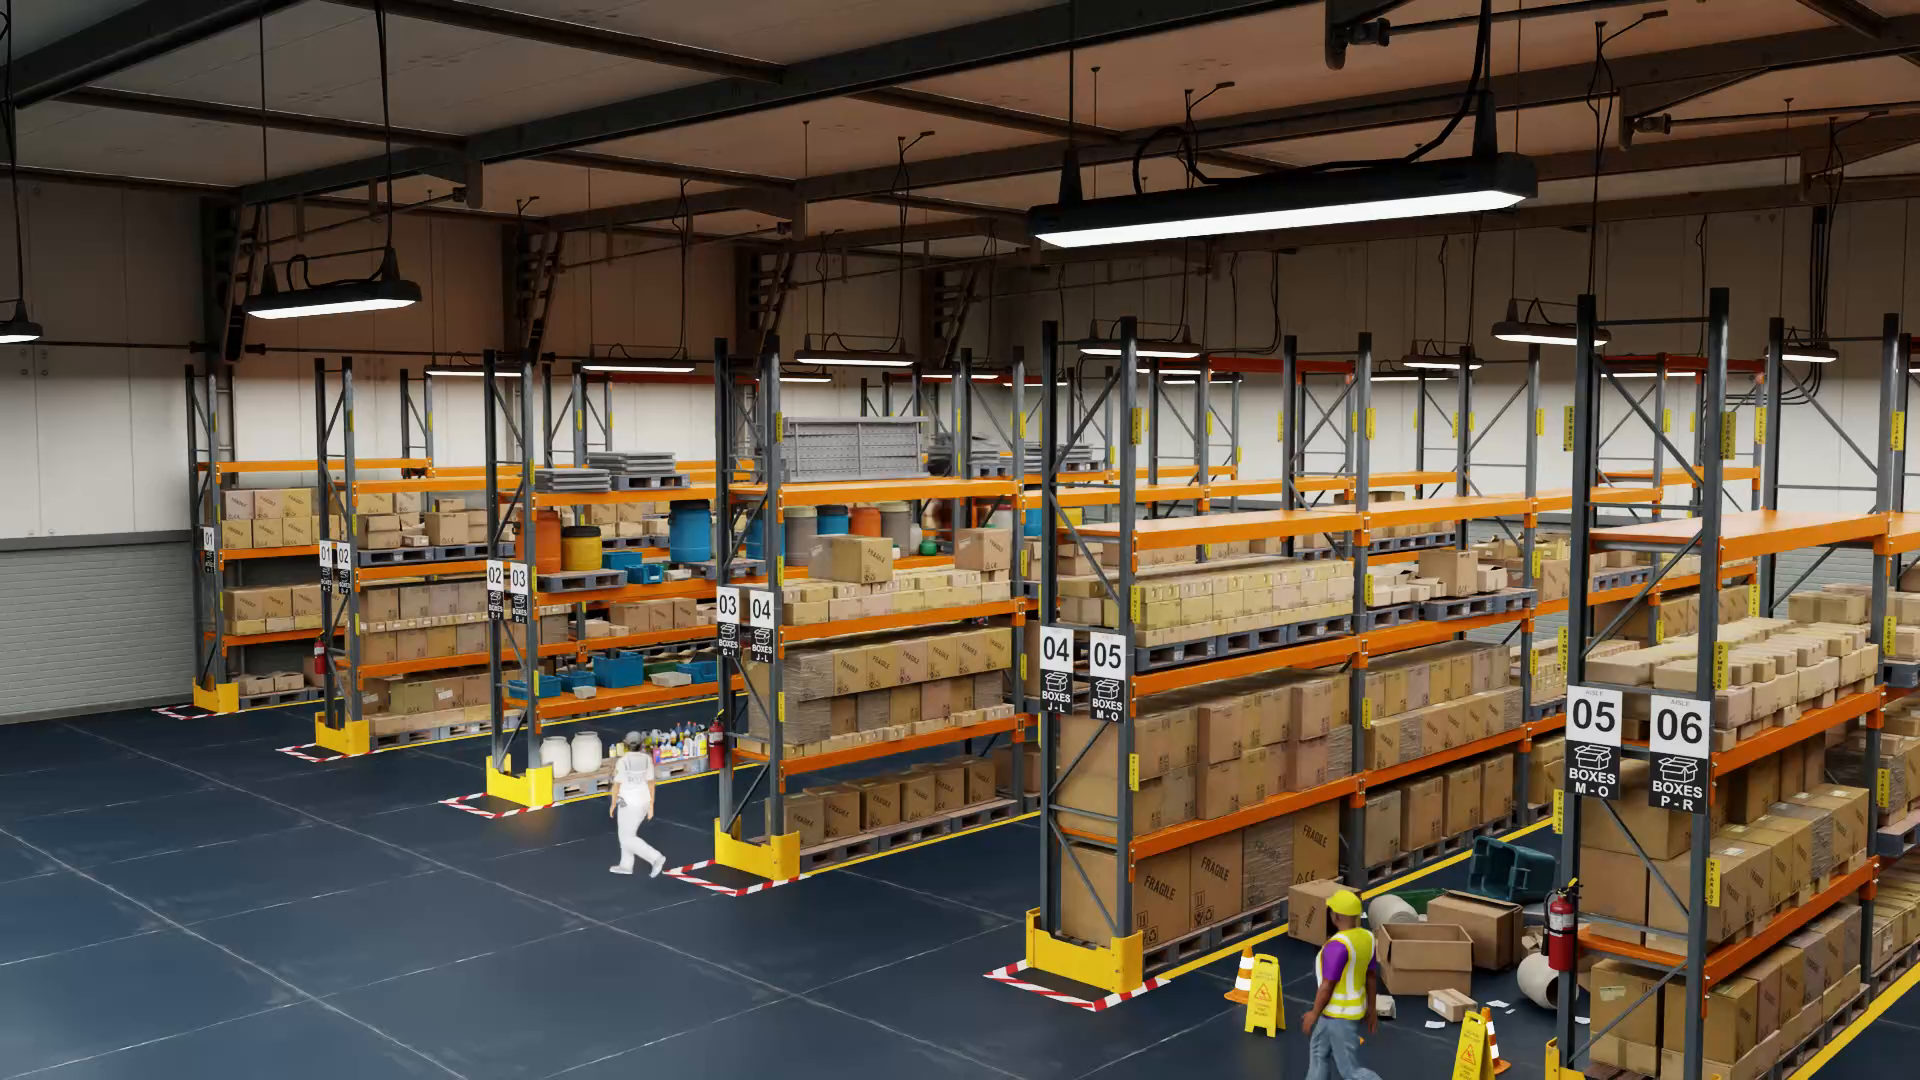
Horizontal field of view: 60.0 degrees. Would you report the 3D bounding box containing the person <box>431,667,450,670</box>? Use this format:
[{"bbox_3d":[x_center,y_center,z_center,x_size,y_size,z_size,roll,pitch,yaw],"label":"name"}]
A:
[{"bbox_3d":[-9.083,2.137,29.071,0.552,1.676,0.474,-3,5,-32],"label":"person"}]

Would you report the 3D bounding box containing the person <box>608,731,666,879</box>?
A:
[{"bbox_3d":[-3.597,2.929,18.417,0.794,1.642,0.461,1,5,16],"label":"person"}]

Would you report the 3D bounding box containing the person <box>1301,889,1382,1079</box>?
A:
[{"bbox_3d":[2.759,3.382,11.942,1.002,1.741,0.526,2,5,21],"label":"person"}]
